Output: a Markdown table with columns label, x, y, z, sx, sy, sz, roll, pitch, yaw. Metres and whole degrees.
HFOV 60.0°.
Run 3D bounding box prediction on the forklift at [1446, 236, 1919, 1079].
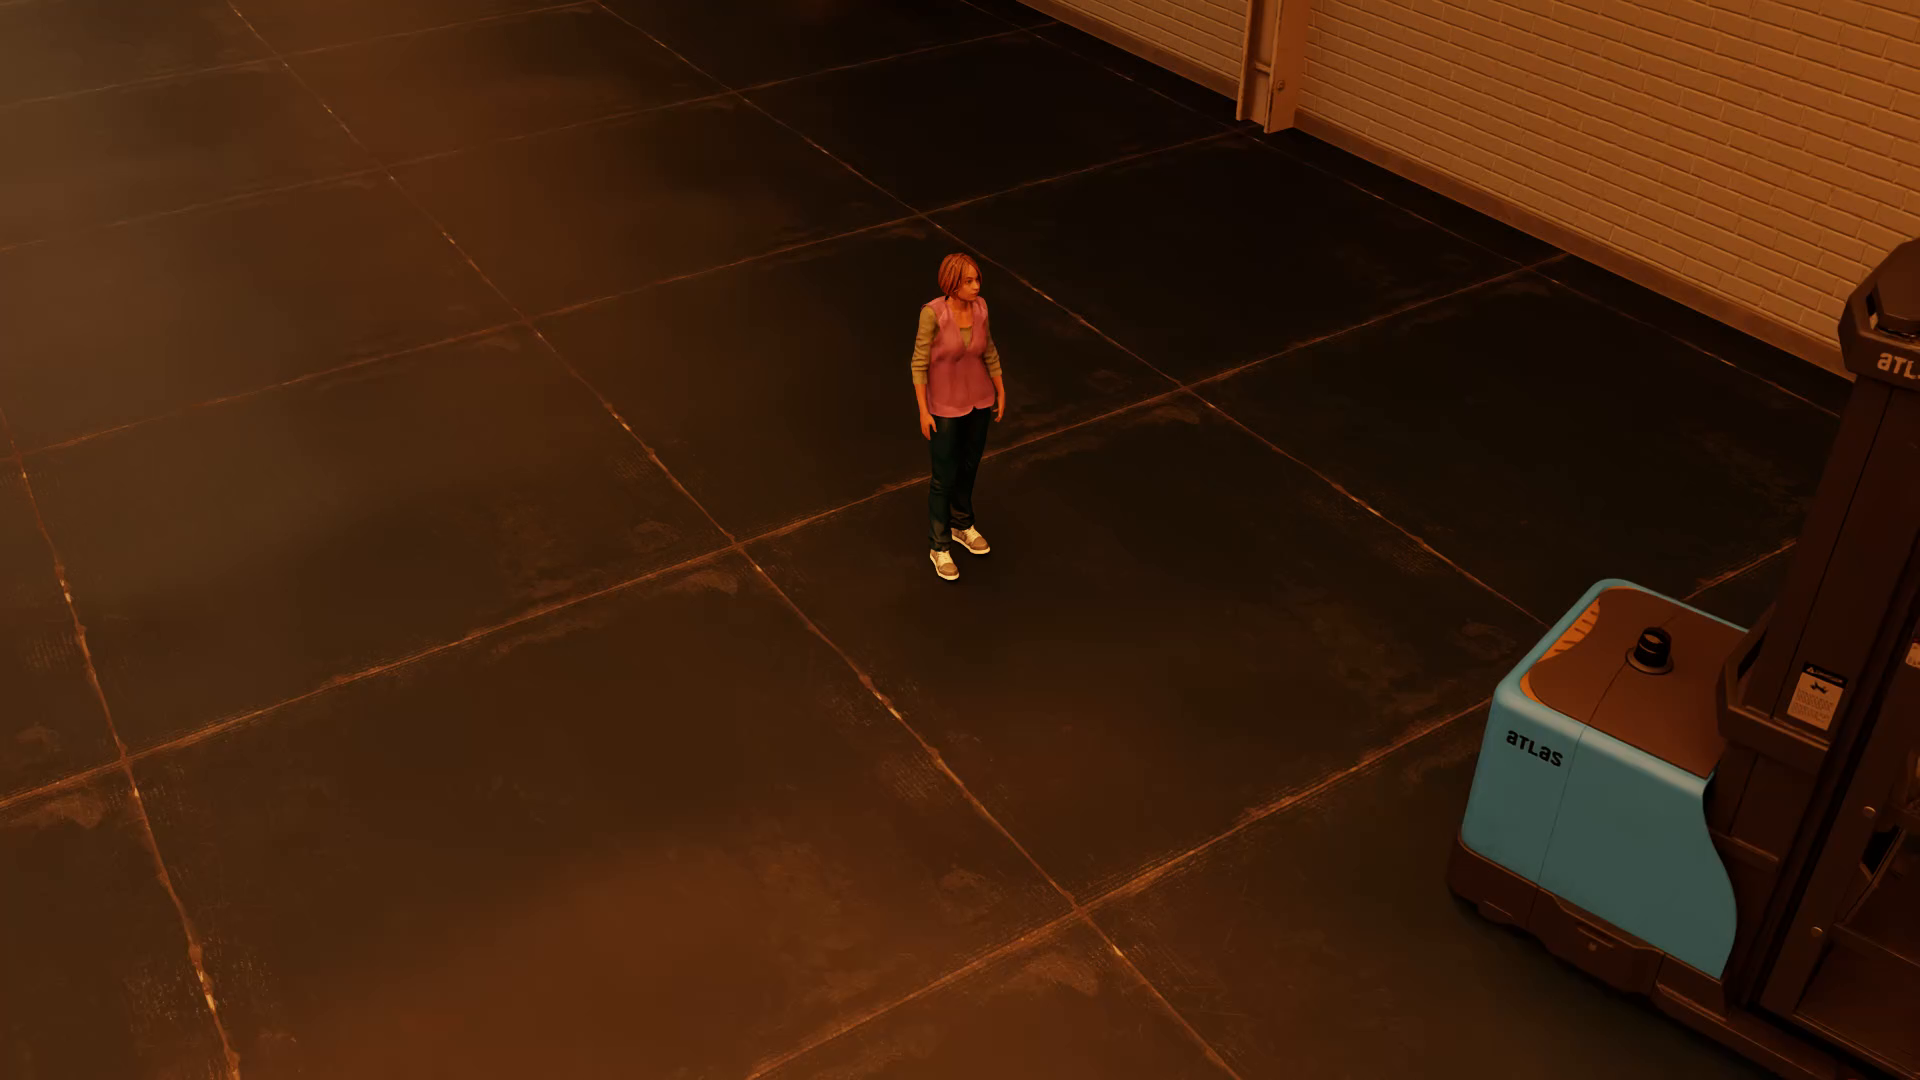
| label | x | y | z | sx | sy | sz | roll | pitch | yaw |
| --- | --- | --- | --- | --- | --- | --- | --- | --- | --- |
| forklift | 3.383 | 0.576 | 5.328 | 3.031 | 2.935 | 1.130 | 27 | 43 | 33 |

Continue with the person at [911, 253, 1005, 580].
| label | x | y | z | sx | sy | sz | roll | pitch | yaw |
| --- | --- | --- | --- | --- | --- | --- | --- | --- | --- |
| person | 0.028 | -0.620 | 8.177 | 0.520 | 1.597 | 0.476 | -21 | 40 | -27 |
